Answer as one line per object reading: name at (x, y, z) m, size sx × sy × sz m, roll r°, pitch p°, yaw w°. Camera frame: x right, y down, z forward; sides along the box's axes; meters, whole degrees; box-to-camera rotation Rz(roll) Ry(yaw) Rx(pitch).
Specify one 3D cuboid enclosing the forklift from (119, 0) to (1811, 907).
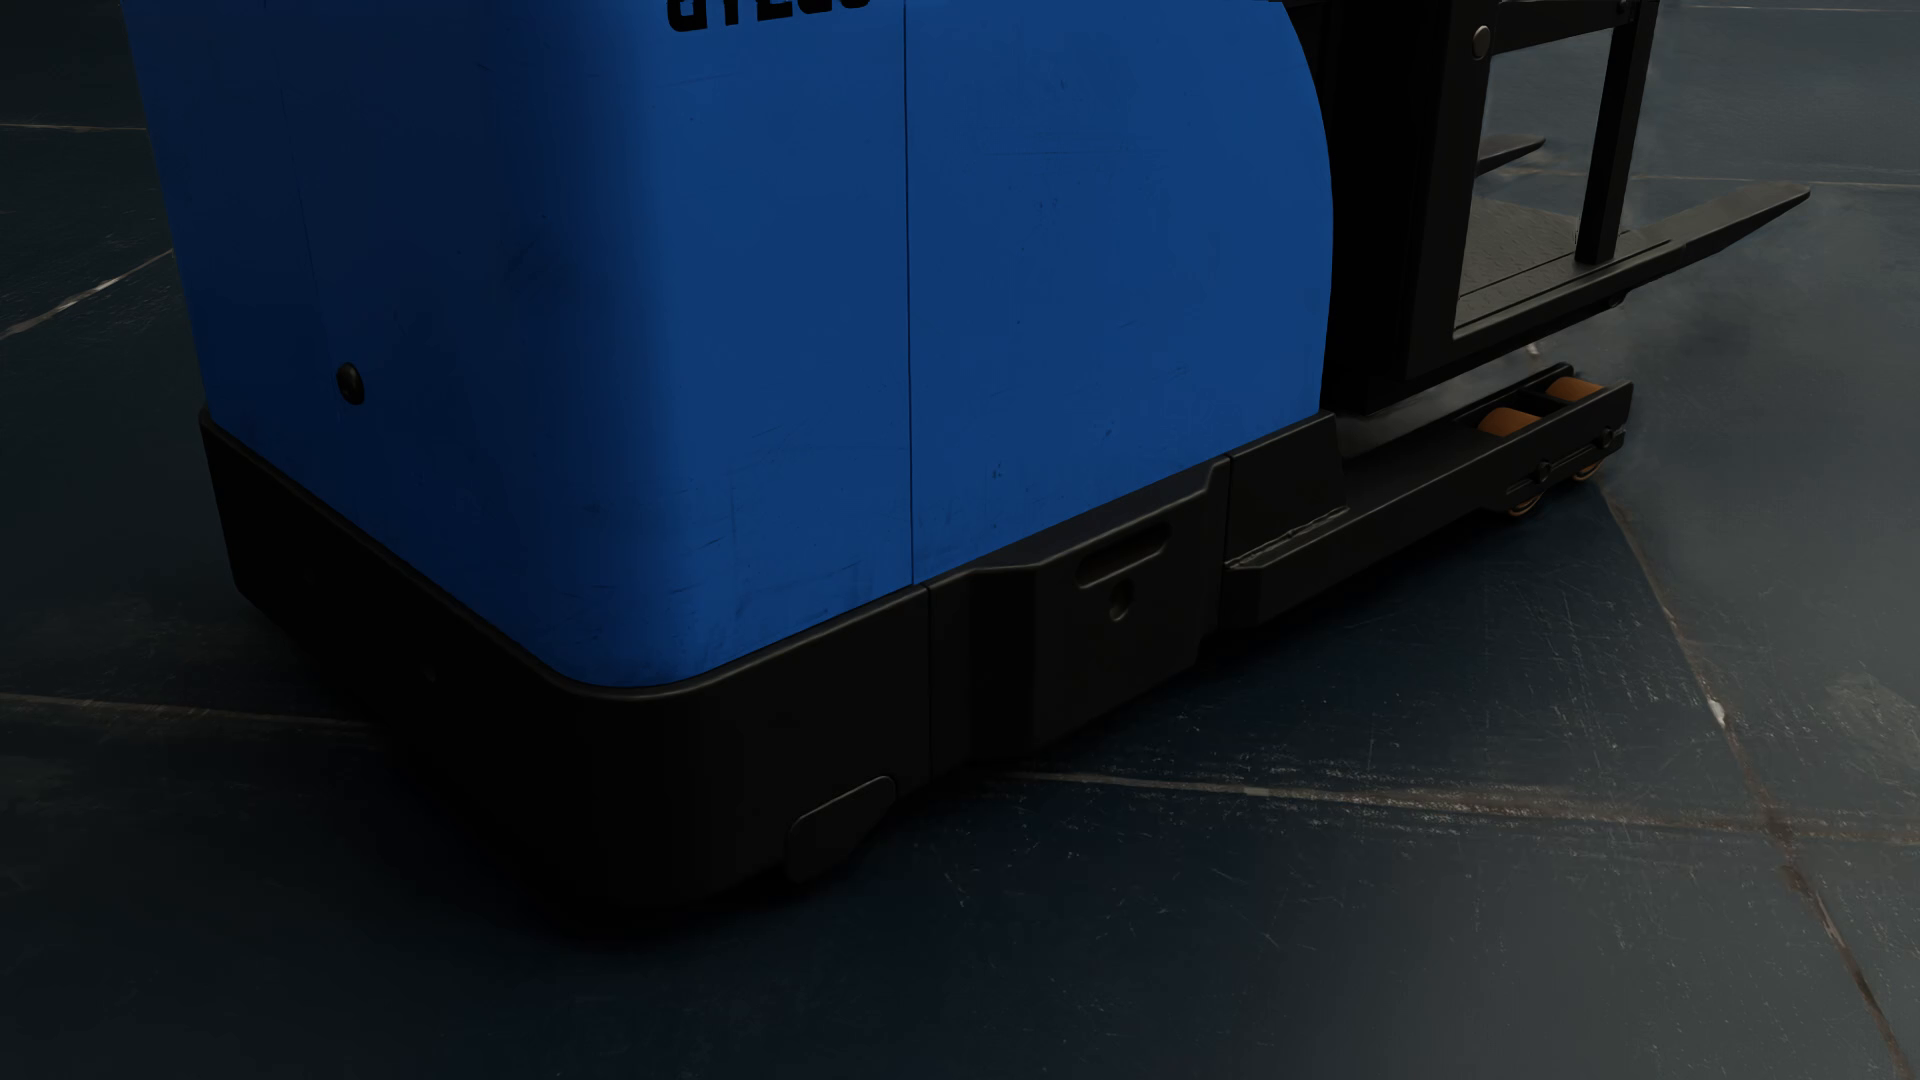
forklift at (0.444, -1.500, 2.223) m, size 3.031 × 2.935 × 1.130 m, roll -22°, pitch 34°, yaw -37°
